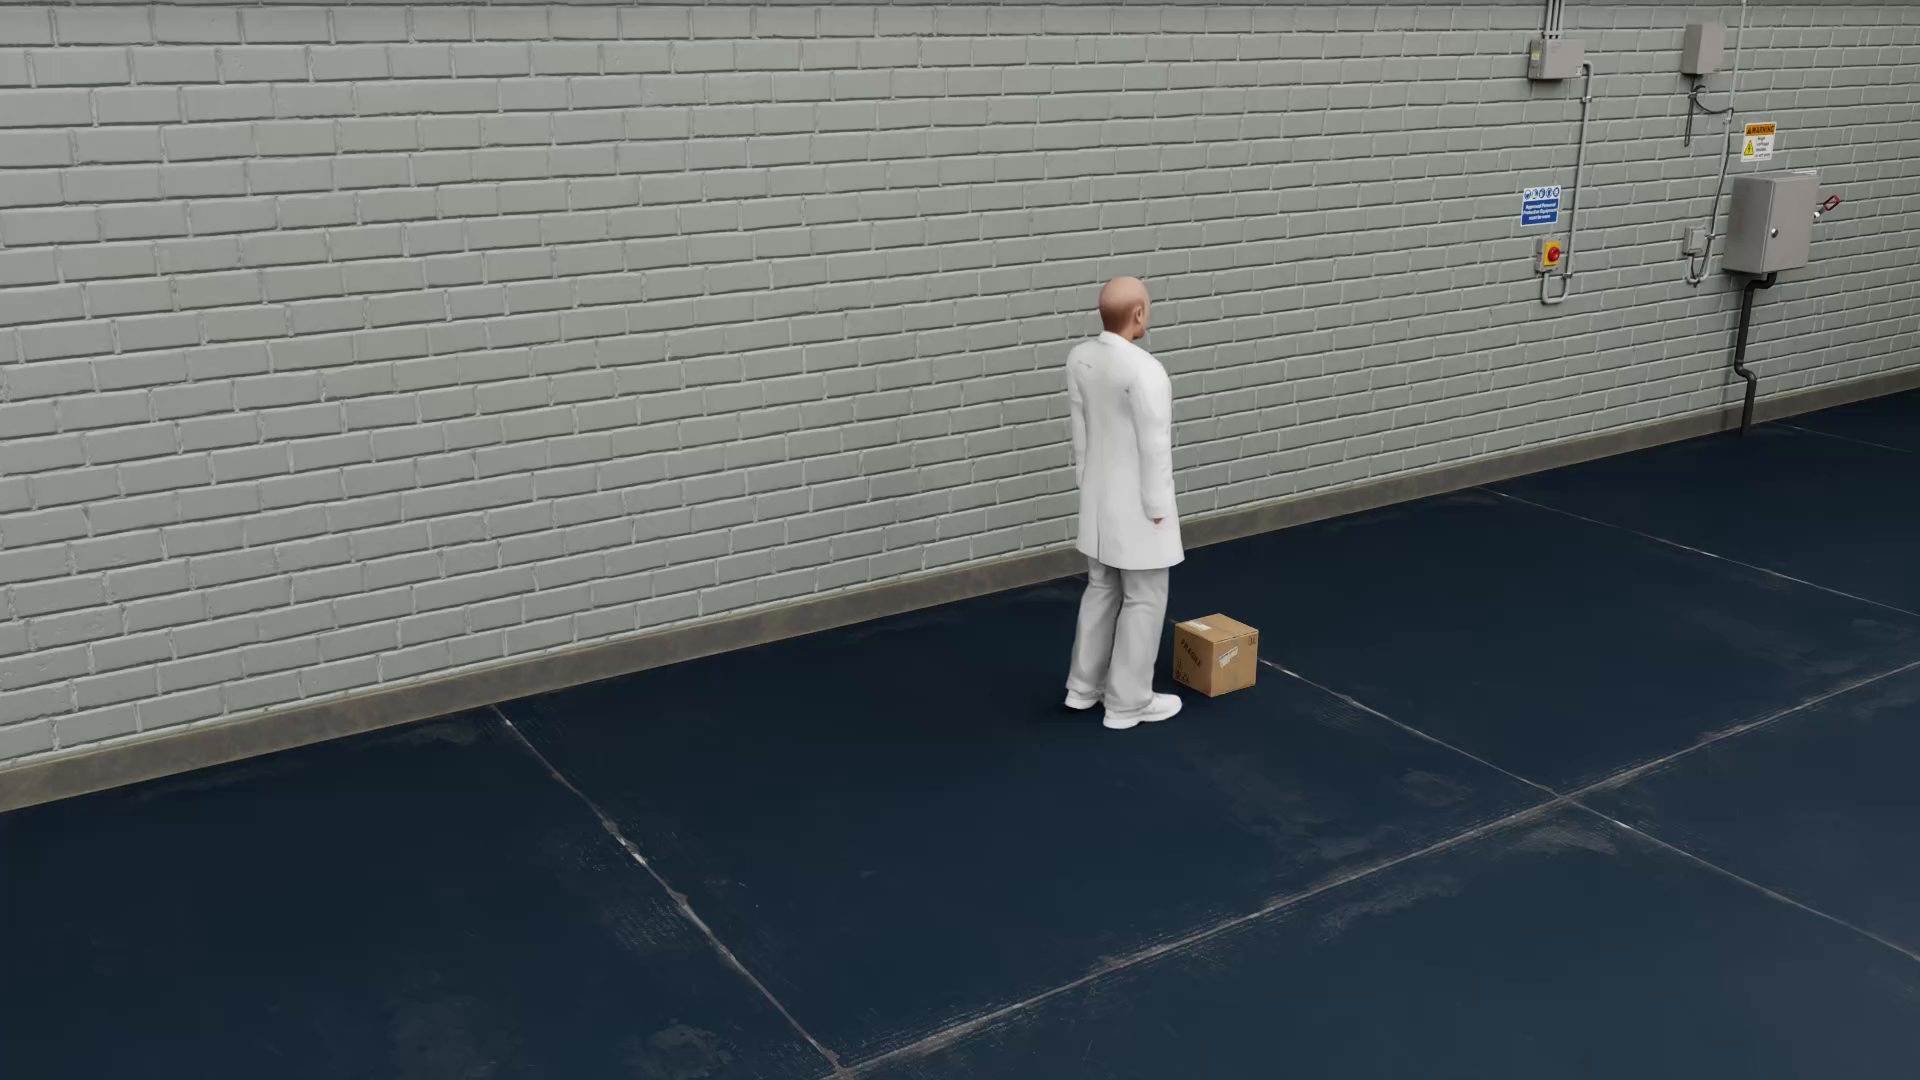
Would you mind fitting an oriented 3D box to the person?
[{"bbox_3d":[0.651,-0.152,6.569,0.394,1.782,0.562,-11,21,-30],"label":"person"}]
